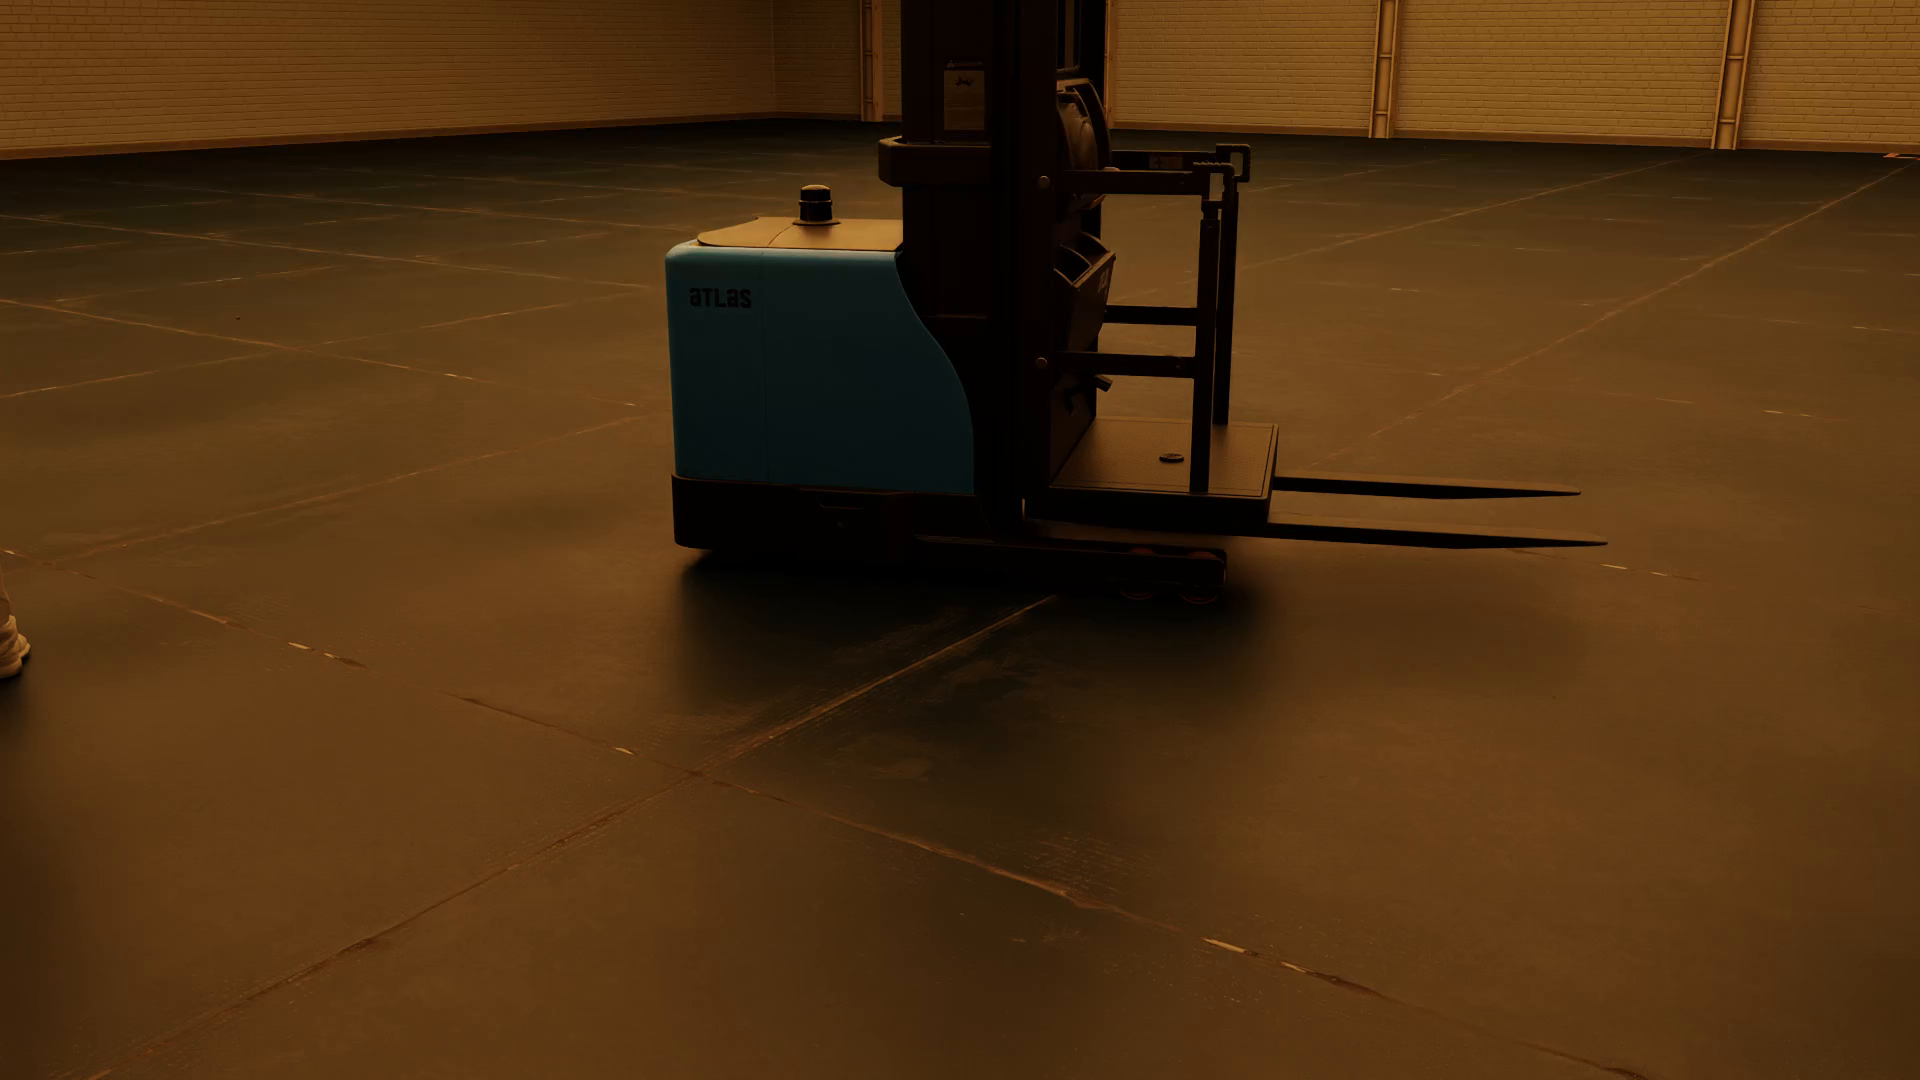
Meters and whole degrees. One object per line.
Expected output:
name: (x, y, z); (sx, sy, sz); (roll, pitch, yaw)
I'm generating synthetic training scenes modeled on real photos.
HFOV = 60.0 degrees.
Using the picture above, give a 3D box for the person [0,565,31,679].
person: (-2.829, -0.427, 4.252); (0.632, 1.774, 0.568); (-13, 21, -37)

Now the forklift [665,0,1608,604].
forklift: (0.595, -1.367, 5.404); (3.031, 2.935, 1.130); (4, 17, 12)
